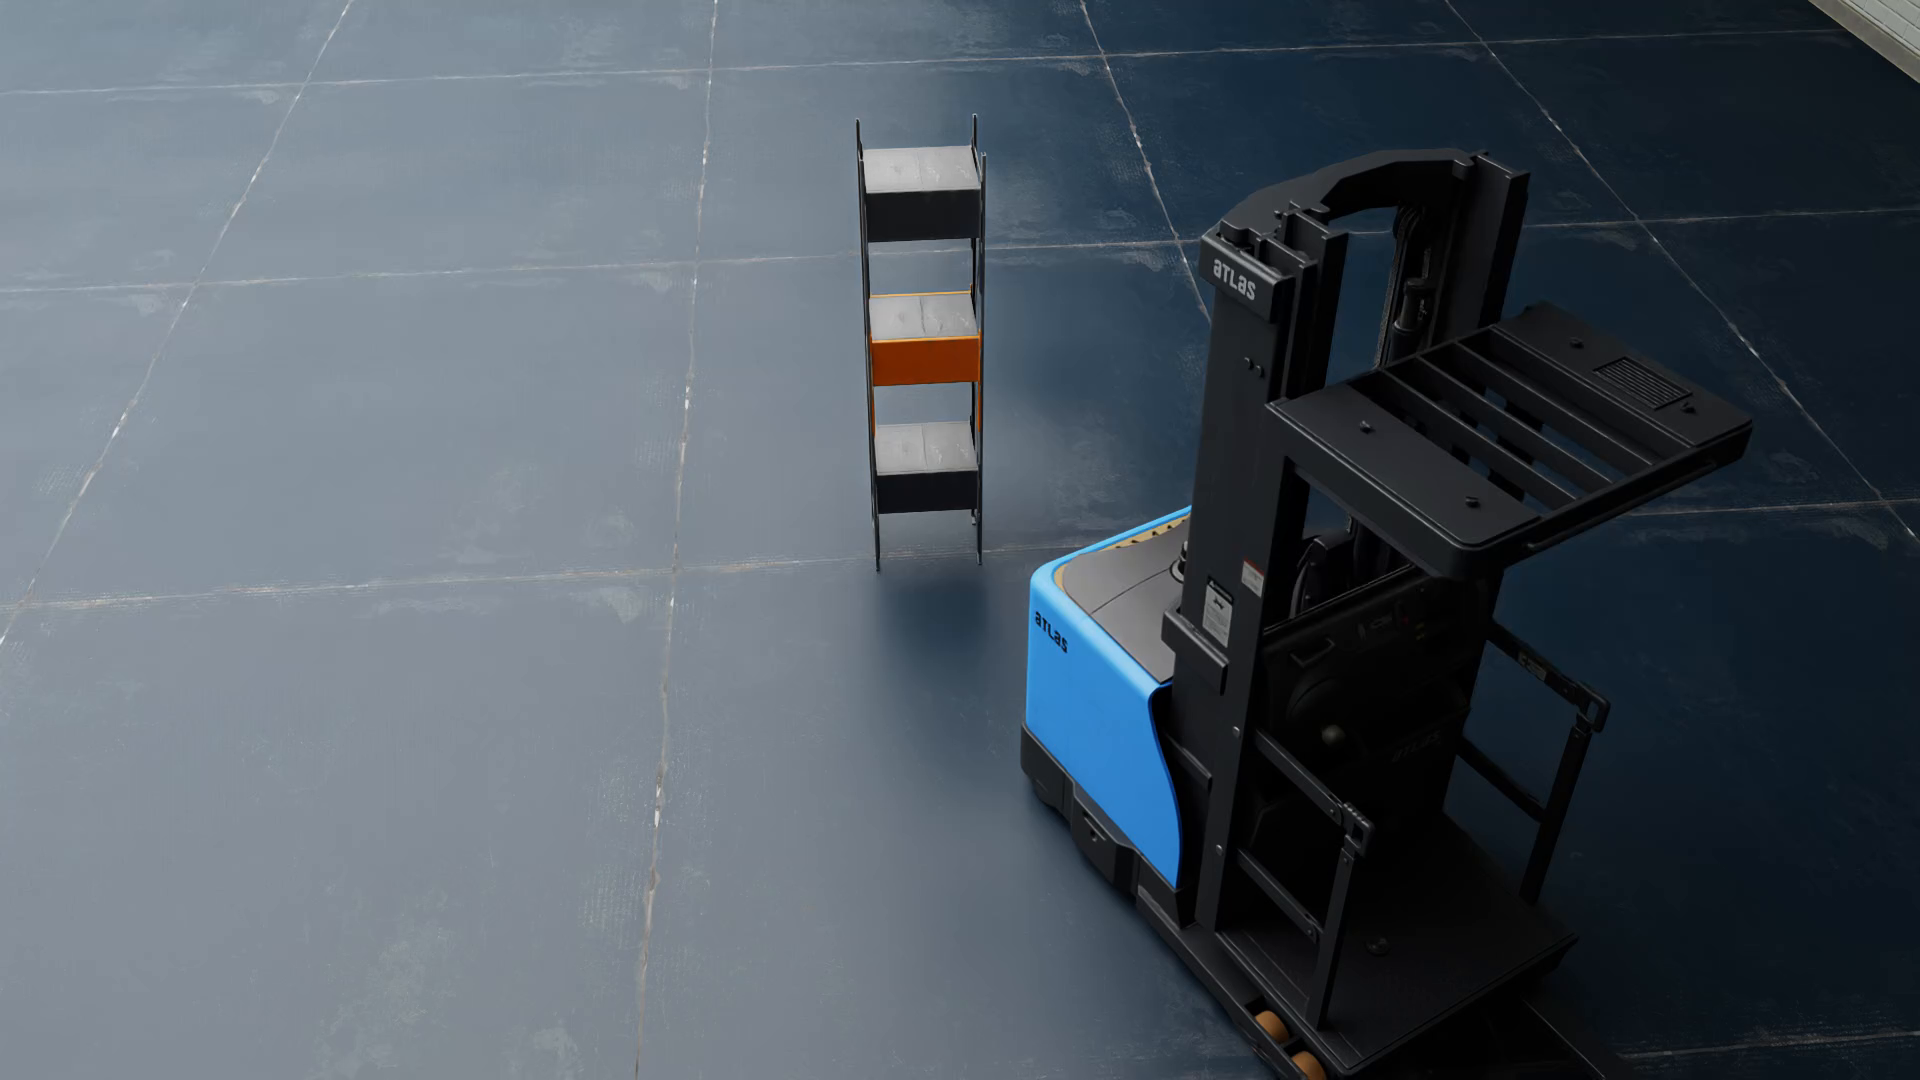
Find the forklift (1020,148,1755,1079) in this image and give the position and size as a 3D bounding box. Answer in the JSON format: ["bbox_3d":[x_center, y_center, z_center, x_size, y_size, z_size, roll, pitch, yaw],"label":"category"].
[{"bbox_3d":[1.448,0.422,5.171,1.130,2.935,3.031,-21,43,-24],"label":"forklift"}]

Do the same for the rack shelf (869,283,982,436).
[{"bbox_3d":[-0.165,-0.805,7.419,0.480,0.518,0.431,-3,38,-4],"label":"rack shelf"}]

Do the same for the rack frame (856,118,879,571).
[{"bbox_3d":[-0.408,-0.802,7.393,0.015,2.100,0.400,-3,38,-4],"label":"rack frame"}]

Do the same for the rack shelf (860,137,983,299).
[{"bbox_3d":[-0.165,-1.354,6.985,0.480,0.518,0.431,-3,38,-4],"label":"rack shelf"}]

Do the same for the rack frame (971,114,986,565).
[{"bbox_3d":[0.078,-0.829,7.427,0.015,2.100,0.400,-3,38,-4],"label":"rack frame"}]

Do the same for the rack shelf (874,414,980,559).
[{"bbox_3d":[-0.165,-0.255,7.852,0.480,0.518,0.431,-3,38,-4],"label":"rack shelf"}]

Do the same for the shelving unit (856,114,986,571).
[{"bbox_3d":[-0.165,-0.815,7.410,0.503,2.100,0.431,-3,38,-4],"label":"shelving unit"}]
